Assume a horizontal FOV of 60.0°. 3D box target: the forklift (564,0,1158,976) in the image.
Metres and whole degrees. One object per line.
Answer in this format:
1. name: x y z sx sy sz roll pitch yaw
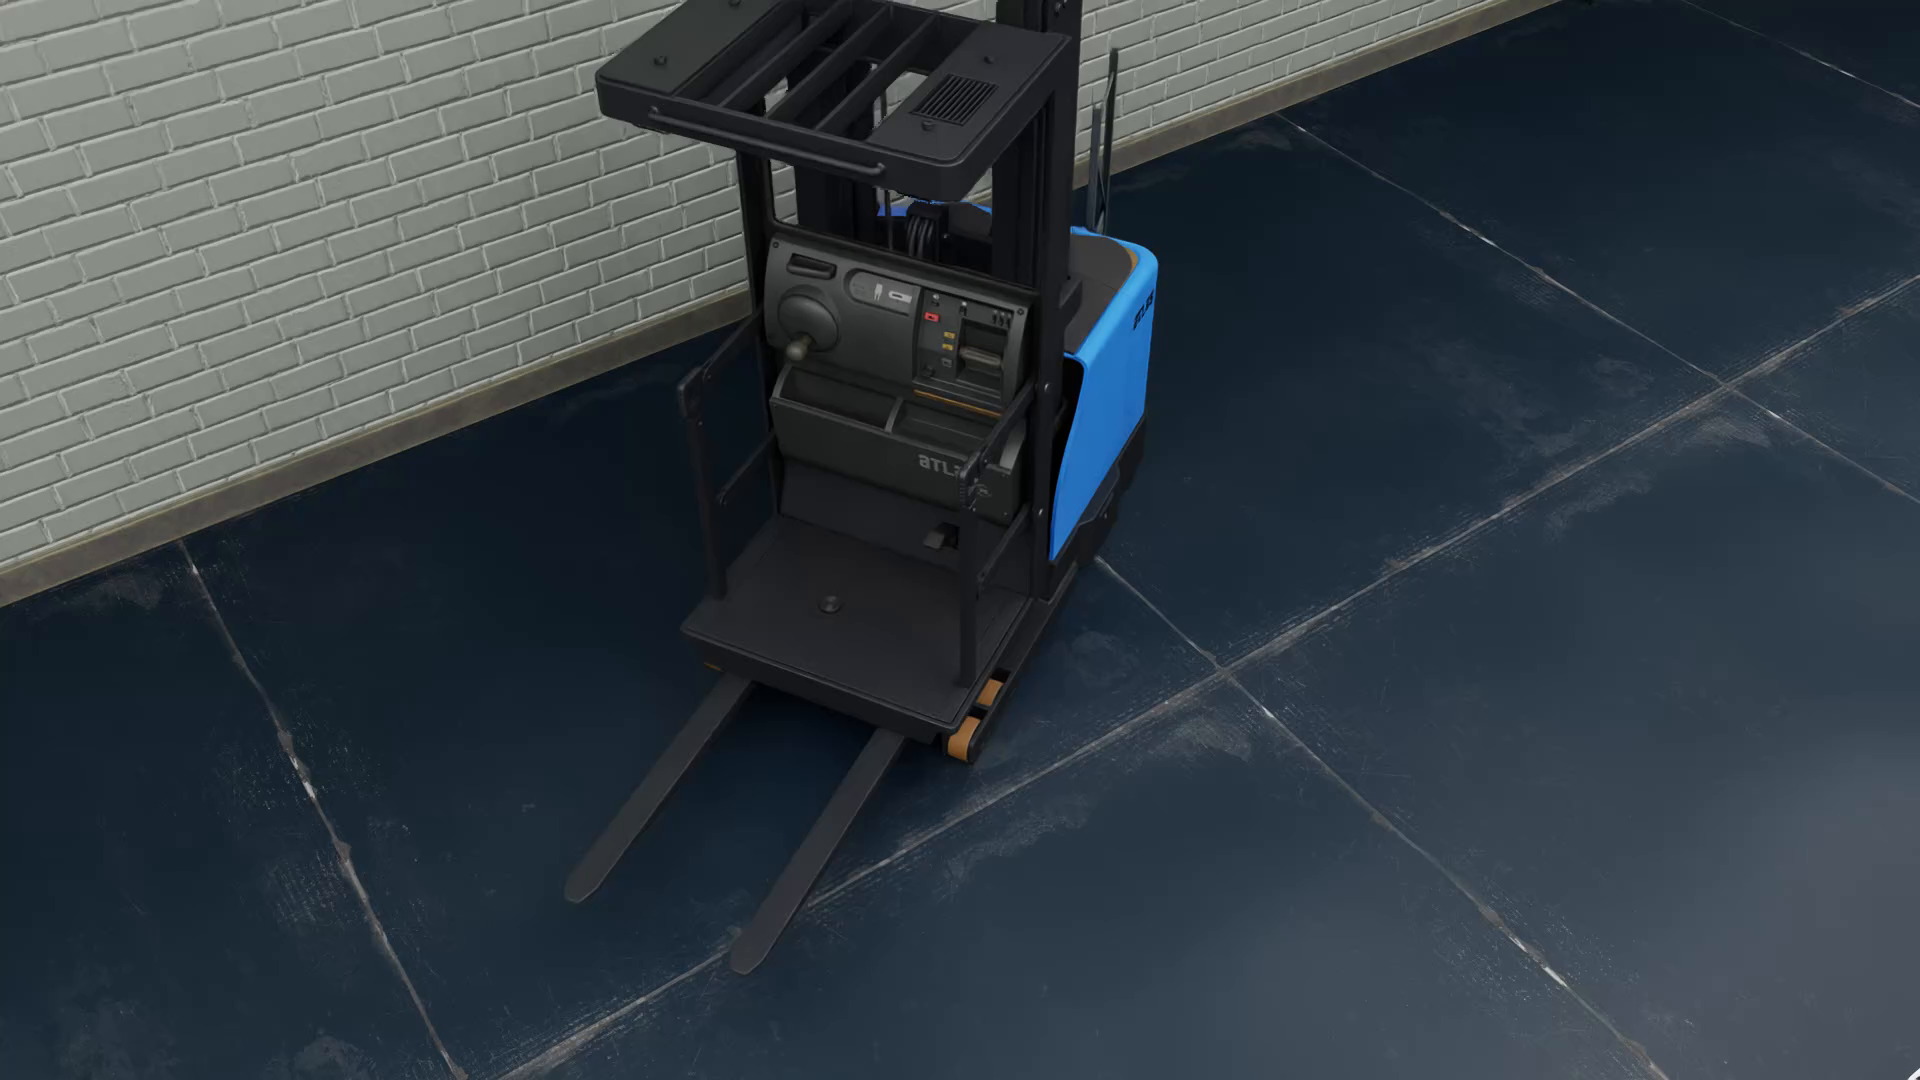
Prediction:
1. forklift: -0.308 -0.621 5.278 1.130 2.935 3.031 18 47 18

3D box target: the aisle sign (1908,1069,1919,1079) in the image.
1. aisle sign: 1.068 0.722 1.939 0.394 0.787 0.004 -26 49 -24

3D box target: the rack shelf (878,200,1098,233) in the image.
1. rack shelf: 0.071 -1.198 7.179 1.000 0.185 0.538 8 44 9

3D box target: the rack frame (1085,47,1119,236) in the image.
1. rack frame: 0.568 -1.255 6.978 0.032 1.500 0.500 8 44 9

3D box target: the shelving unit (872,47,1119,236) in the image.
1. shelving unit: 0.071 -1.328 7.055 1.048 1.500 0.538 8 44 9

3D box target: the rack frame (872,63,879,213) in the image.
1. rack frame: -0.426 -1.401 7.131 0.032 1.500 0.500 8 44 9

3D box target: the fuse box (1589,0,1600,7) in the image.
1. fuse box: 3.920 -3.893 9.589 0.539 1.711 0.414 -26 49 -24
